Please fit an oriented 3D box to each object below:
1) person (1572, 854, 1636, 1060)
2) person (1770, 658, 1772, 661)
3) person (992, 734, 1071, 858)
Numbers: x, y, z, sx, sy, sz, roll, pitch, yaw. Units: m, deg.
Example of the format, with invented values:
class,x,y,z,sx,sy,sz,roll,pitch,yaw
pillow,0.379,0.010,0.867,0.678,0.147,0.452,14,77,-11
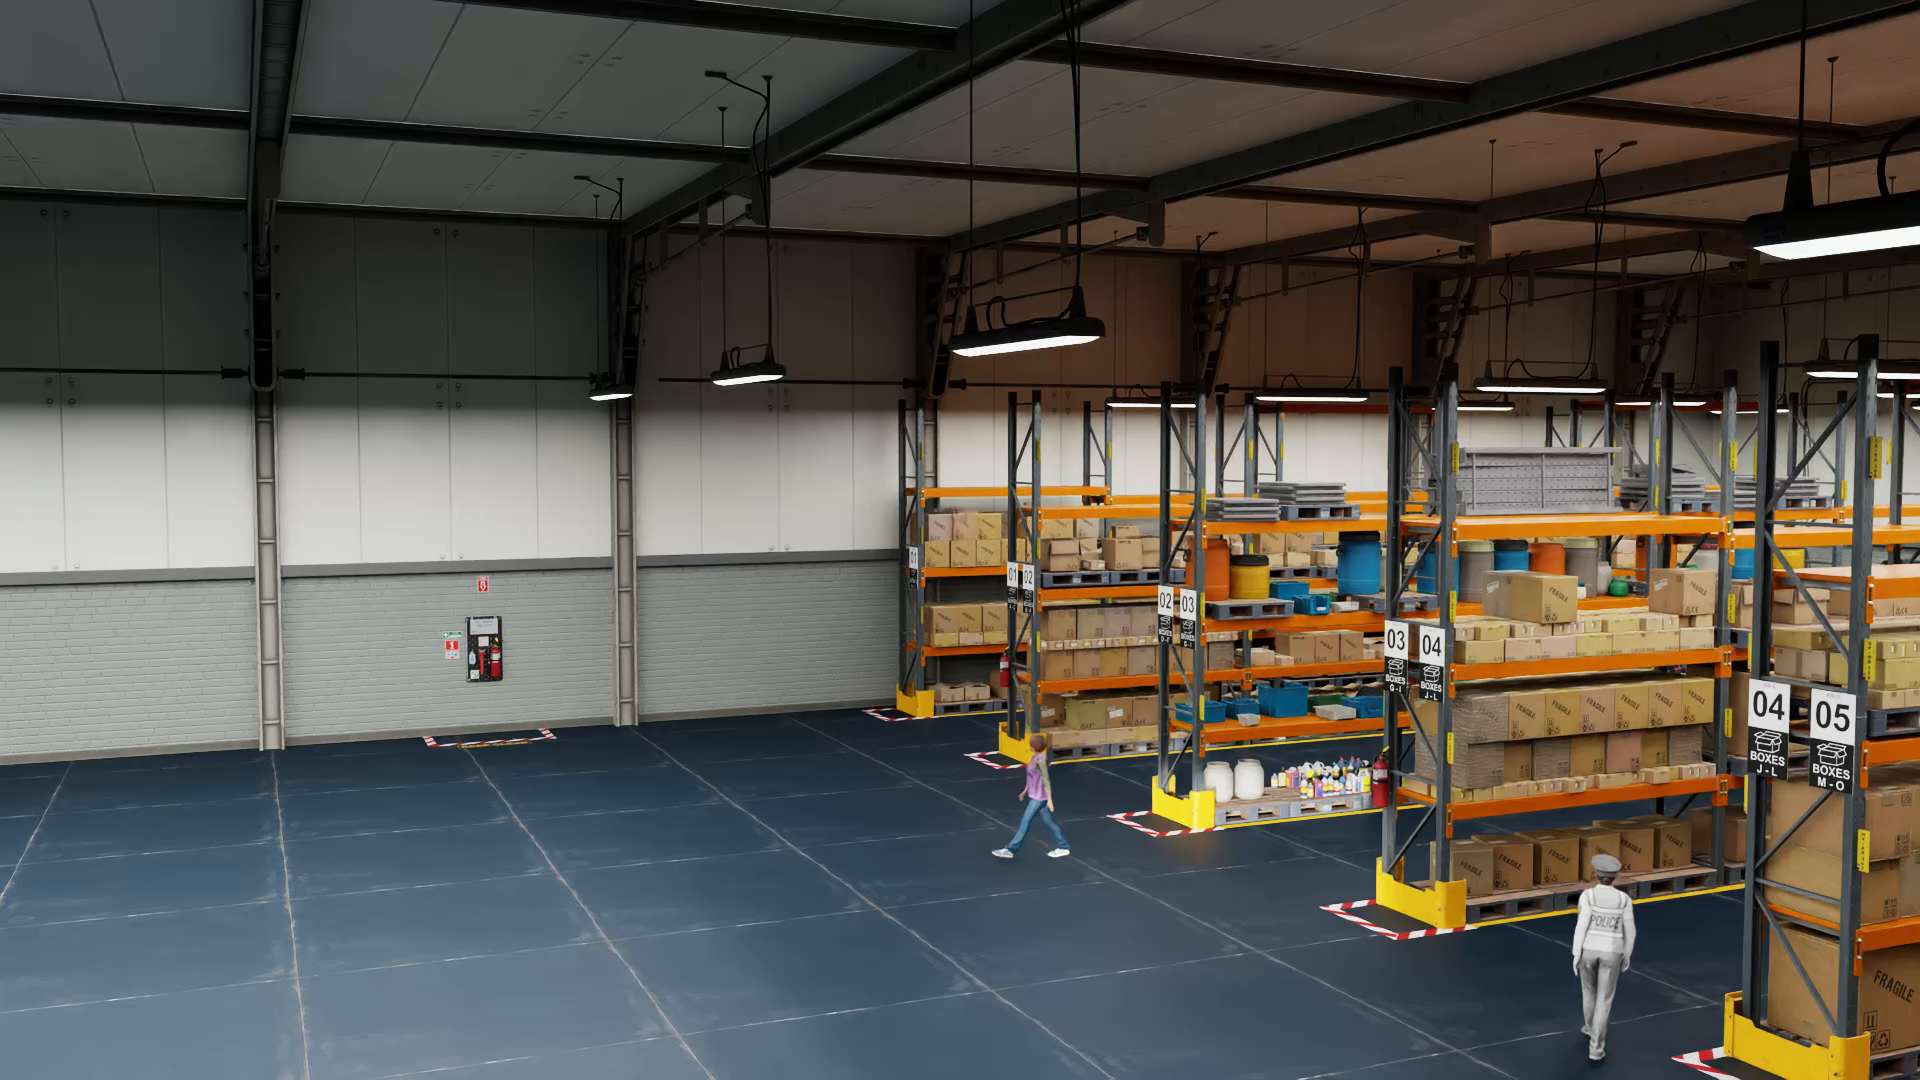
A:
class,x,y,z,sx,sy,sz,roll,pitch,yaw
person,5.471,3.501,14.099,0.470,1.648,0.870,2,4,28
person,17.227,2.238,34.992,0.529,1.723,0.859,1,3,17
person,0.888,3.168,20.577,0.972,1.543,0.449,0,3,2
